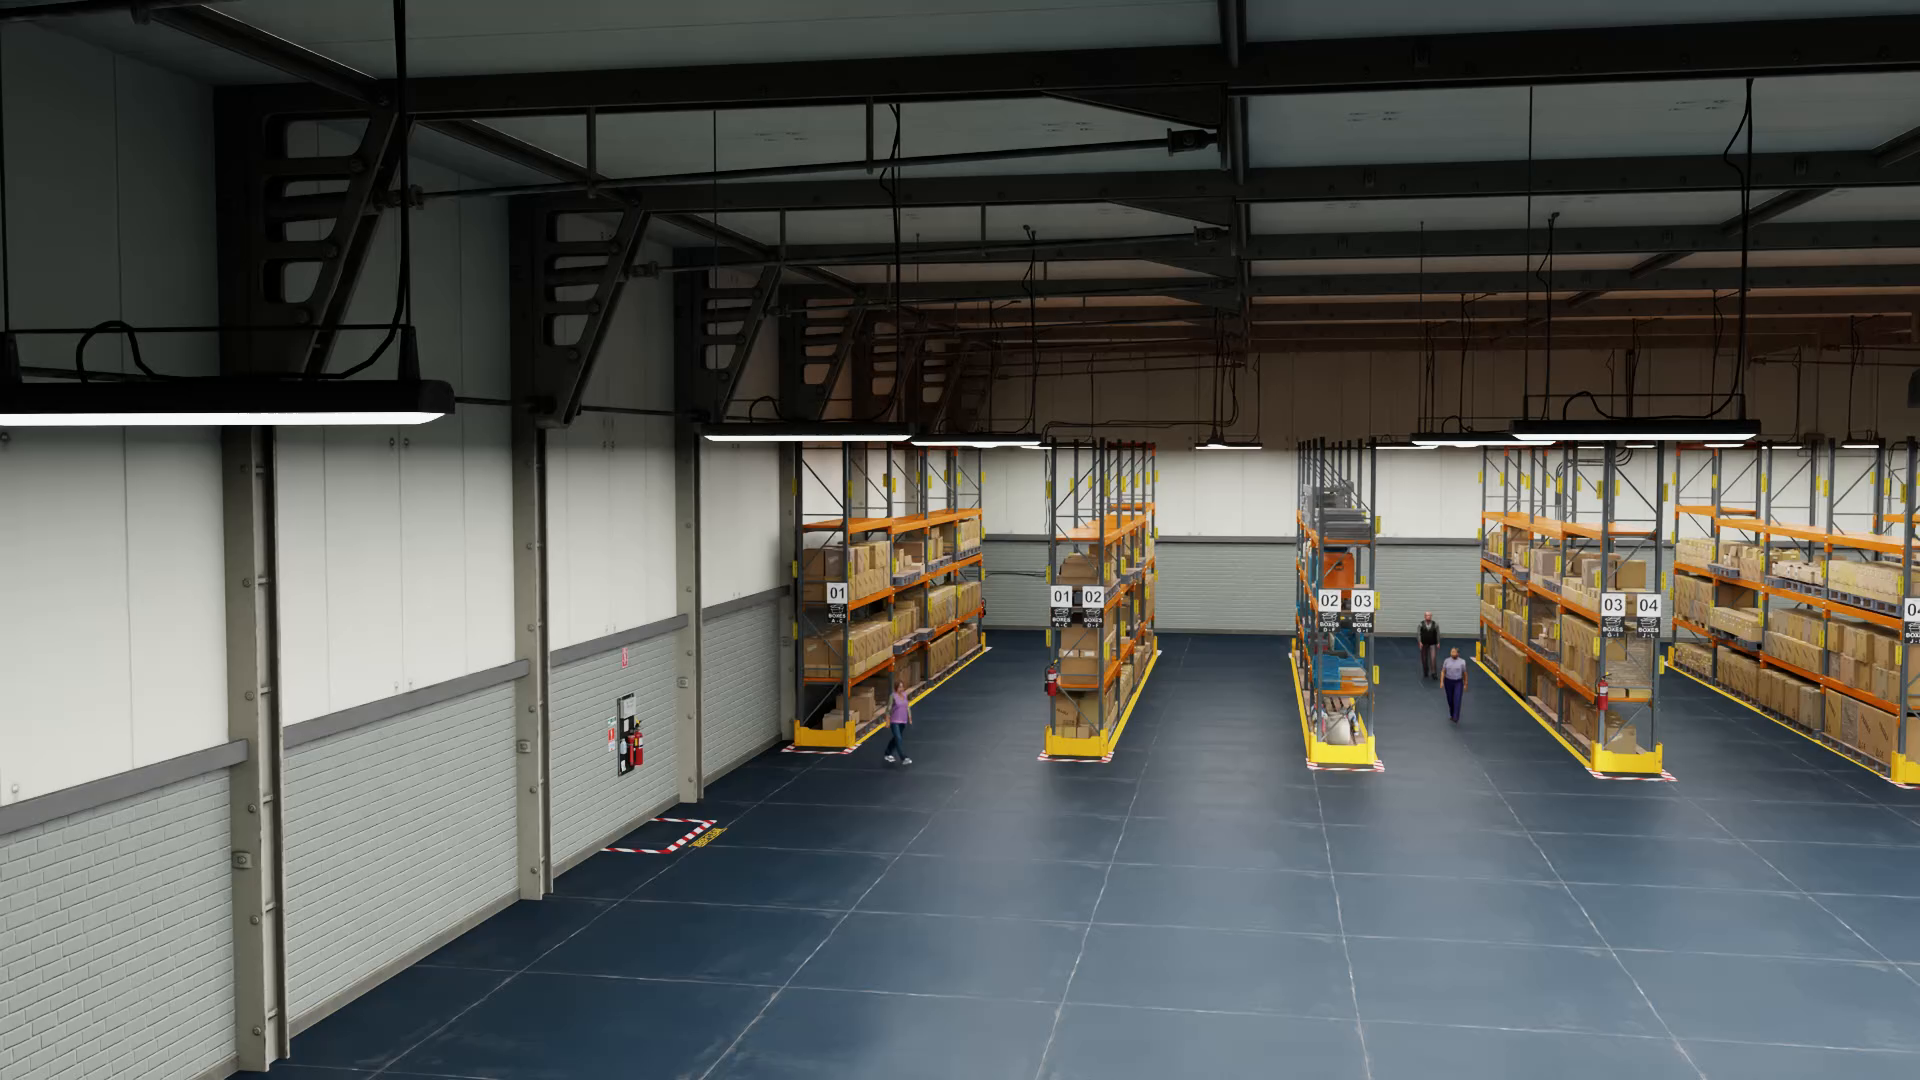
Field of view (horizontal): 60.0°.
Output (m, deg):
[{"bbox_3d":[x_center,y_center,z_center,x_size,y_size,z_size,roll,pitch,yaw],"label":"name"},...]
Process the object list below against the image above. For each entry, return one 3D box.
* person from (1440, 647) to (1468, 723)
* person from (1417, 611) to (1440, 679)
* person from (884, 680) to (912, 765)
[{"bbox_3d":[10.380,3.058,35.060,0.508,1.579,0.987,2,4,32],"label":"person"},{"bbox_3d":[11.802,2.639,41.909,0.569,1.675,0.959,1,3,18],"label":"person"},{"bbox_3d":[-1.089,3.326,30.327,0.452,1.529,0.993,-3,4,-44],"label":"person"}]
